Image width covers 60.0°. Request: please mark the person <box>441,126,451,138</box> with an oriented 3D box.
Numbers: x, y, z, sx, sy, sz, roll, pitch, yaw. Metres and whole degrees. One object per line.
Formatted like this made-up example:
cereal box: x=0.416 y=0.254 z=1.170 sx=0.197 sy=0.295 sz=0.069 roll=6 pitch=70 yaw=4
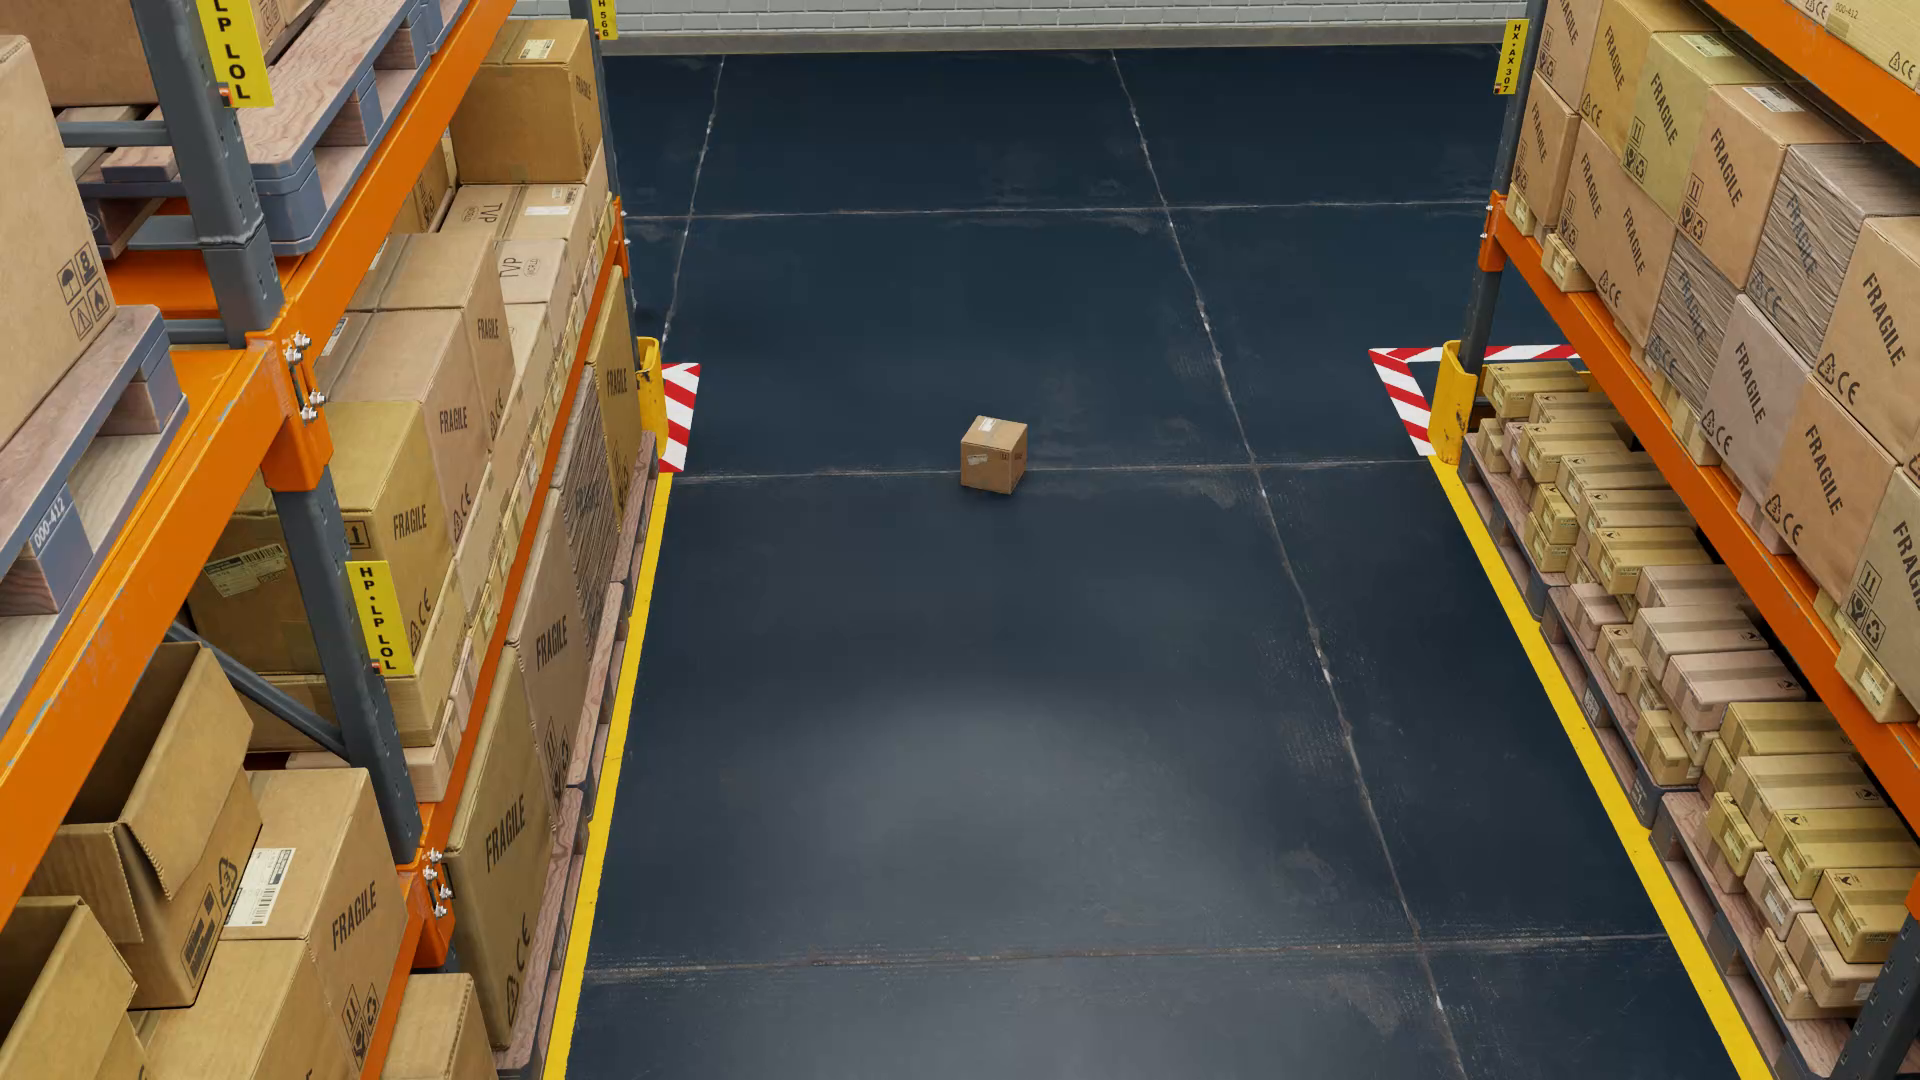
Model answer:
person: x=-2.535 y=-1.835 z=8.672 sx=0.594 sy=1.669 sz=0.504 roll=2 pitch=35 yaw=3
